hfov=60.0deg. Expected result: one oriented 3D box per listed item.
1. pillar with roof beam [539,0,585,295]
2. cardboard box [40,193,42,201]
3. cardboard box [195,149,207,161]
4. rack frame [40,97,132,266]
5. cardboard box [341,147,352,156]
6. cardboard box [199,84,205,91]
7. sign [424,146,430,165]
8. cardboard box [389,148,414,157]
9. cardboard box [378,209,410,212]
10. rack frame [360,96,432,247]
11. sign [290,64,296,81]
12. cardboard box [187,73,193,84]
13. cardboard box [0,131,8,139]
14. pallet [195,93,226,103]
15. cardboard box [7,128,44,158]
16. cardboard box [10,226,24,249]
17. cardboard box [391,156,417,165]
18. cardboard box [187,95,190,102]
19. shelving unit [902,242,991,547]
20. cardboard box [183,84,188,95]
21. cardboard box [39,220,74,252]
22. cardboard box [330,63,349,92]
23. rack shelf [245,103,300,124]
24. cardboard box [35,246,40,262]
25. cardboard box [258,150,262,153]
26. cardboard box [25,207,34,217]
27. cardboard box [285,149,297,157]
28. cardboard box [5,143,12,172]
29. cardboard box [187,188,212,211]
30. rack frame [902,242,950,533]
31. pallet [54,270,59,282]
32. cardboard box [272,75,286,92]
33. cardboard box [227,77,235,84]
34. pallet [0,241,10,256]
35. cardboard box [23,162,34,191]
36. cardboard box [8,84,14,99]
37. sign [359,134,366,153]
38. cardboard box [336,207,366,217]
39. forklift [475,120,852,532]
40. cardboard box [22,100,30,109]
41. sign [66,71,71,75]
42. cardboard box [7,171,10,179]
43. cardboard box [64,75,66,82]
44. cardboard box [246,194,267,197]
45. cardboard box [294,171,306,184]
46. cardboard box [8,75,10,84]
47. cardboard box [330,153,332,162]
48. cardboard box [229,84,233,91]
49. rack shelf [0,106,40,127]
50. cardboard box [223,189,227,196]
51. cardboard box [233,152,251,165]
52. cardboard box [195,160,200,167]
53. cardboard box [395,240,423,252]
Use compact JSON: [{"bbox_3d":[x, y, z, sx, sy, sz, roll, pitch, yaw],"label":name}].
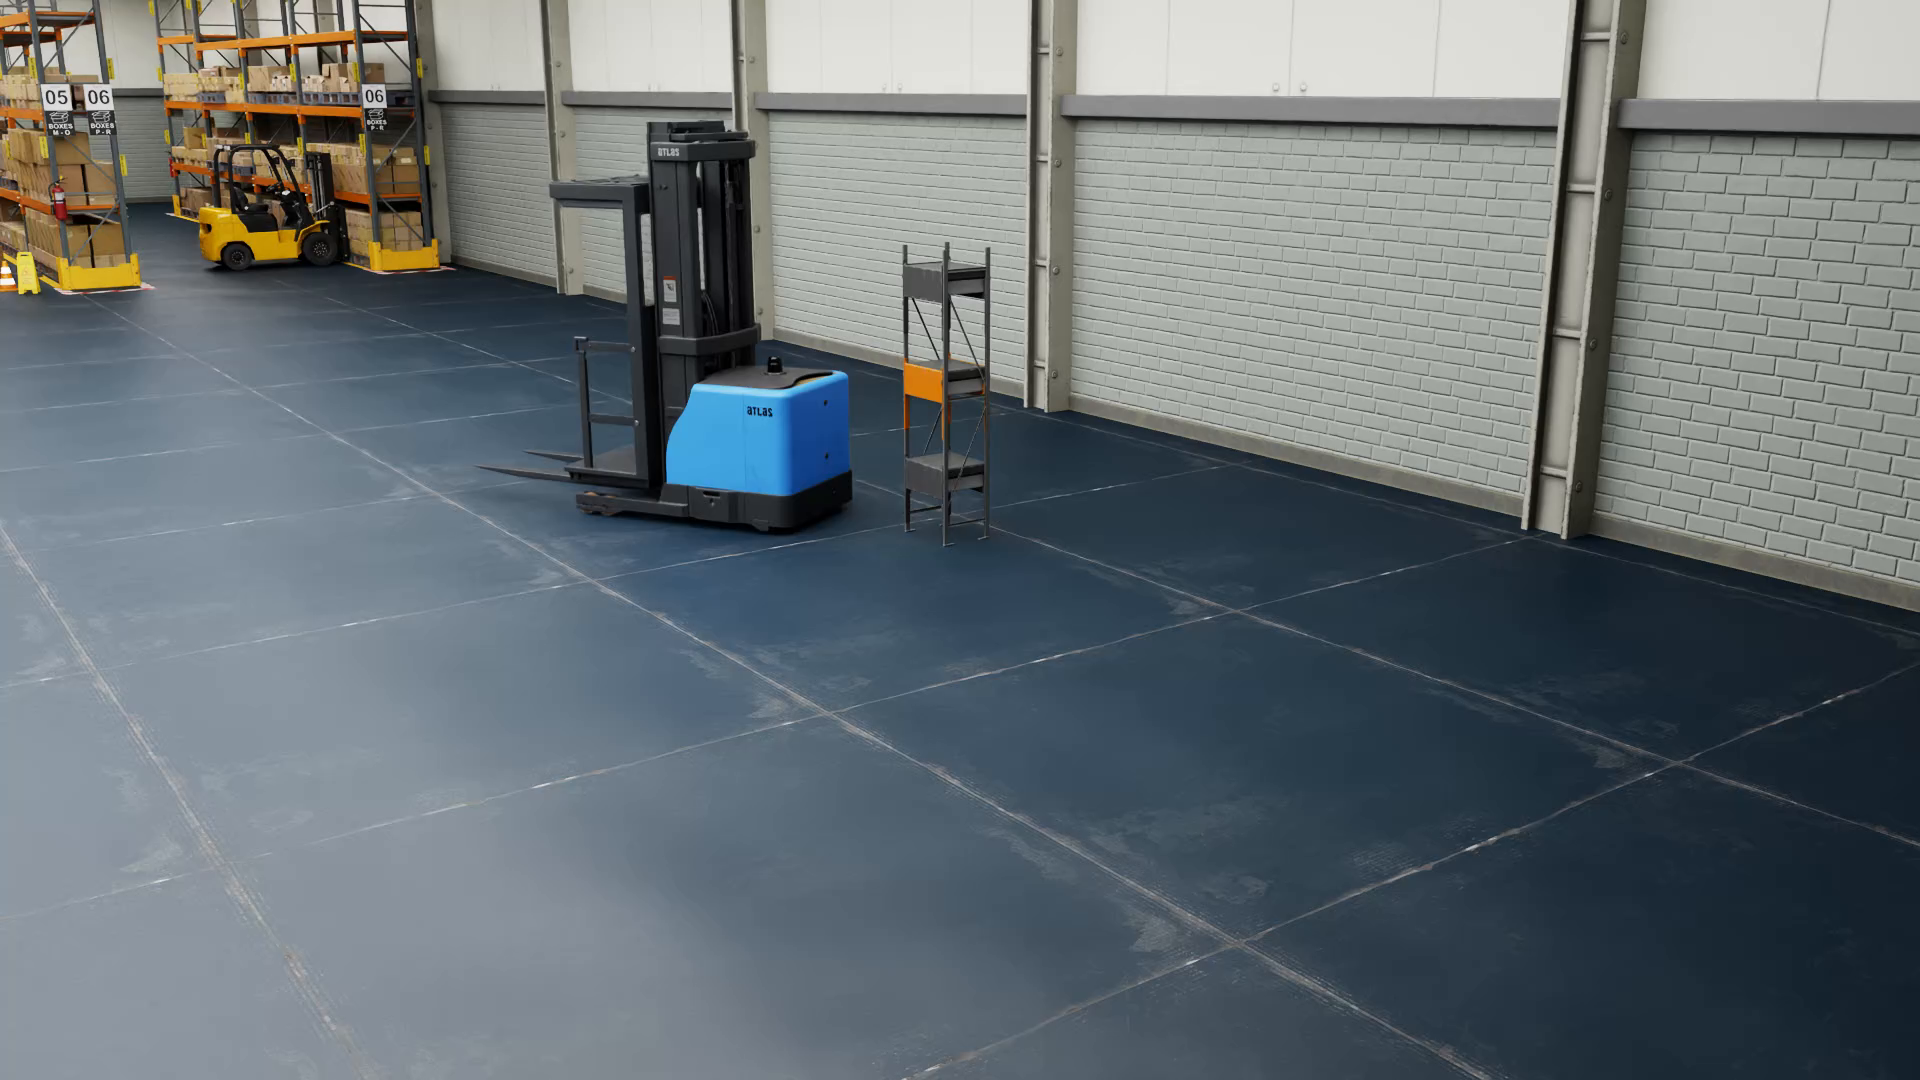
[{"bbox_3d":[-9.646,-7.585,22.744,9.100,9.000,0.400,-11,19,-35],"label":"pillar with roof beam"},{"bbox_3d":[-15.226,-5.769,27.948,0.380,0.149,0.250,-11,19,-35],"label":"cardboard box"},{"bbox_3d":[-17.870,-9.162,39.588,0.500,0.250,0.500,-11,19,-34],"label":"cardboard box"},{"bbox_3d":[-14.024,-5.581,26.786,1.000,3.000,0.127,-11,19,-35],"label":"rack frame"},{"bbox_3d":[-11.068,-7.103,30.366,0.380,0.149,0.250,-10,18,-33],"label":"cardboard box"},{"bbox_3d":[-17.089,-10.305,37.854,0.380,0.149,0.250,-11,19,-34],"label":"cardboard box"},{"bbox_3d":[-9.559,-6.893,29.789,0.100,0.325,0.005,-11,19,-35],"label":"sign"},{"bbox_3d":[-10.036,-6.962,29.849,0.380,0.149,0.250,-11,19,-36],"label":"cardboard box"},{"bbox_3d":[-10.438,-5.949,30.650,0.500,0.250,0.500,-11,19,-34],"label":"cardboard box"},{"bbox_3d":[-10.011,-6.353,29.604,1.000,3.000,0.127,-11,19,-35],"label":"rack frame"},{"bbox_3d":[-12.797,-8.968,31.904,0.100,0.325,0.005,-11,19,-35],"label":"sign"},{"bbox_3d":[-17.864,-10.851,39.133,0.500,0.250,0.500,-11,19,-35],"label":"cardboard box"},{"bbox_3d":[-19.244,-7.890,33.137,0.500,0.500,0.500,-11,19,-36],"label":"cardboard box"},{"bbox_3d":[-16.740,-10.121,38.046,1.213,0.211,1.003,-11,19,-35],"label":"pallet"},{"bbox_3d":[-16.293,-6.982,29.256,0.700,0.500,0.500,-11,19,-35],"label":"cardboard box"},{"bbox_3d":[-17.522,-5.783,31.707,0.950,0.372,0.625,-10,18,-33],"label":"cardboard box"},{"bbox_3d":[-10.001,-6.826,29.917,0.380,0.149,0.250,-11,19,-36],"label":"cardboard box"},{"bbox_3d":[-18.237,-10.551,39.736,0.380,0.149,0.250,-11,19,-34],"label":"cardboard box"},{"bbox_3d":[-0.097,-1.048,11.928,0.431,2.100,0.503,-11,19,-35],"label":"shelving unit"},{"bbox_3d":[-18.159,-10.718,39.591,0.500,0.250,0.500,-10,18,-33],"label":"cardboard box"},{"bbox_3d":[-15.307,-5.170,28.275,0.500,0.500,0.500,-11,19,-36],"label":"cardboard box"},{"bbox_3d":[-10.990,-8.389,30.189,0.700,0.500,0.500,-11,19,-34],"label":"cardboard box"},{"bbox_3d":[-13.539,-8.734,33.984,1.077,0.370,4.000,-11,19,-35],"label":"rack shelf"},{"bbox_3d":[-15.925,-5.032,29.191,0.500,0.250,0.500,-10,18,-31],"label":"cardboard box"},{"bbox_3d":[-14.608,-8.251,35.123,0.380,0.149,0.250,-10,18,-33],"label":"cardboard box"},{"bbox_3d":[-16.223,-5.782,29.285,0.380,0.149,0.250,-11,19,-34],"label":"cardboard box"},{"bbox_3d":[-13.273,-7.755,33.308,0.380,0.149,0.250,-12,19,-36],"label":"cardboard box"},{"bbox_3d":[-17.126,-6.998,30.415,0.500,0.500,0.500,-11,19,-34],"label":"cardboard box"},{"bbox_3d":[-18.665,-8.432,41.142,0.700,0.500,0.500,-10,18,-32],"label":"cardboard box"},{"bbox_3d":[-0.241,-1.100,12.118,0.400,2.100,0.015,-11,19,-35],"label":"rack frame"},{"bbox_3d":[-14.518,-4.431,27.867,1.003,0.211,1.213,-11,19,-35],"label":"pallet"},{"bbox_3d":[-13.437,-9.142,33.297,0.500,0.311,0.500,-12,19,-36],"label":"cardboard box"},{"bbox_3d":[-15.769,-10.022,36.295,0.380,0.149,0.250,-11,19,-36],"label":"cardboard box"},{"bbox_3d":[-18.270,-5.777,32.785,1.003,0.211,1.213,-11,19,-35],"label":"pallet"},{"bbox_3d":[-15.744,-6.277,28.575,0.500,0.500,0.500,-11,19,-35],"label":"cardboard box"},{"bbox_3d":[-16.028,-7.708,28.596,0.500,0.250,0.500,-11,19,-35],"label":"cardboard box"},{"bbox_3d":[-10.459,-6.944,29.123,0.100,0.325,0.005,-11,19,-35],"label":"sign"},{"bbox_3d":[-11.436,-6.085,31.145,0.500,0.250,0.500,-11,19,-36],"label":"cardboard box"},{"bbox_3d":[-2.400,-1.714,12.785,3.031,2.935,1.130,7,17,23],"label":"forklift"},{"bbox_3d":[-15.399,-7.261,27.716,0.380,0.149,0.250,-11,19,-35],"label":"cardboard box"},{"bbox_3d":[-15.942,-8.217,29.756,0.100,0.325,0.005,-11,19,-35],"label":"sign"},{"bbox_3d":[-17.376,-6.746,30.723,0.380,0.149,0.250,-11,19,-34],"label":"cardboard box"},{"bbox_3d":[-14.637,-7.617,27.505,0.380,0.149,0.250,-11,19,-35],"label":"cardboard box"},{"bbox_3d":[-15.515,-7.553,36.702,0.380,0.149,0.250,-12,19,-36],"label":"cardboard box"},{"bbox_3d":[-12.871,-7.201,32.989,0.500,0.250,0.500,-10,18,-33],"label":"cardboard box"},{"bbox_3d":[-16.131,-7.919,28.610,0.380,0.149,0.250,-12,19,-36],"label":"cardboard box"},{"bbox_3d":[-11.659,-7.181,31.213,0.380,0.149,0.250,-12,19,-36],"label":"cardboard box"},{"bbox_3d":[-15.854,-9.945,36.575,0.380,0.149,0.250,-10,18,-33],"label":"cardboard box"},{"bbox_3d":[-17.552,-7.962,31.166,1.077,0.370,4.000,-11,19,-35],"label":"rack shelf"},{"bbox_3d":[-16.846,-8.060,38.552,0.380,0.149,0.250,-11,19,-36],"label":"cardboard box"},{"bbox_3d":[-15.597,-8.366,36.449,0.500,0.250,0.500,-12,19,-37],"label":"cardboard box"},{"bbox_3d":[-18.107,-9.037,39.888,0.380,0.149,0.250,-11,19,-35],"label":"cardboard box"},{"bbox_3d":[-10.142,-5.364,30.406,0.500,0.250,0.500,-11,19,-34],"label":"cardboard box"}]
